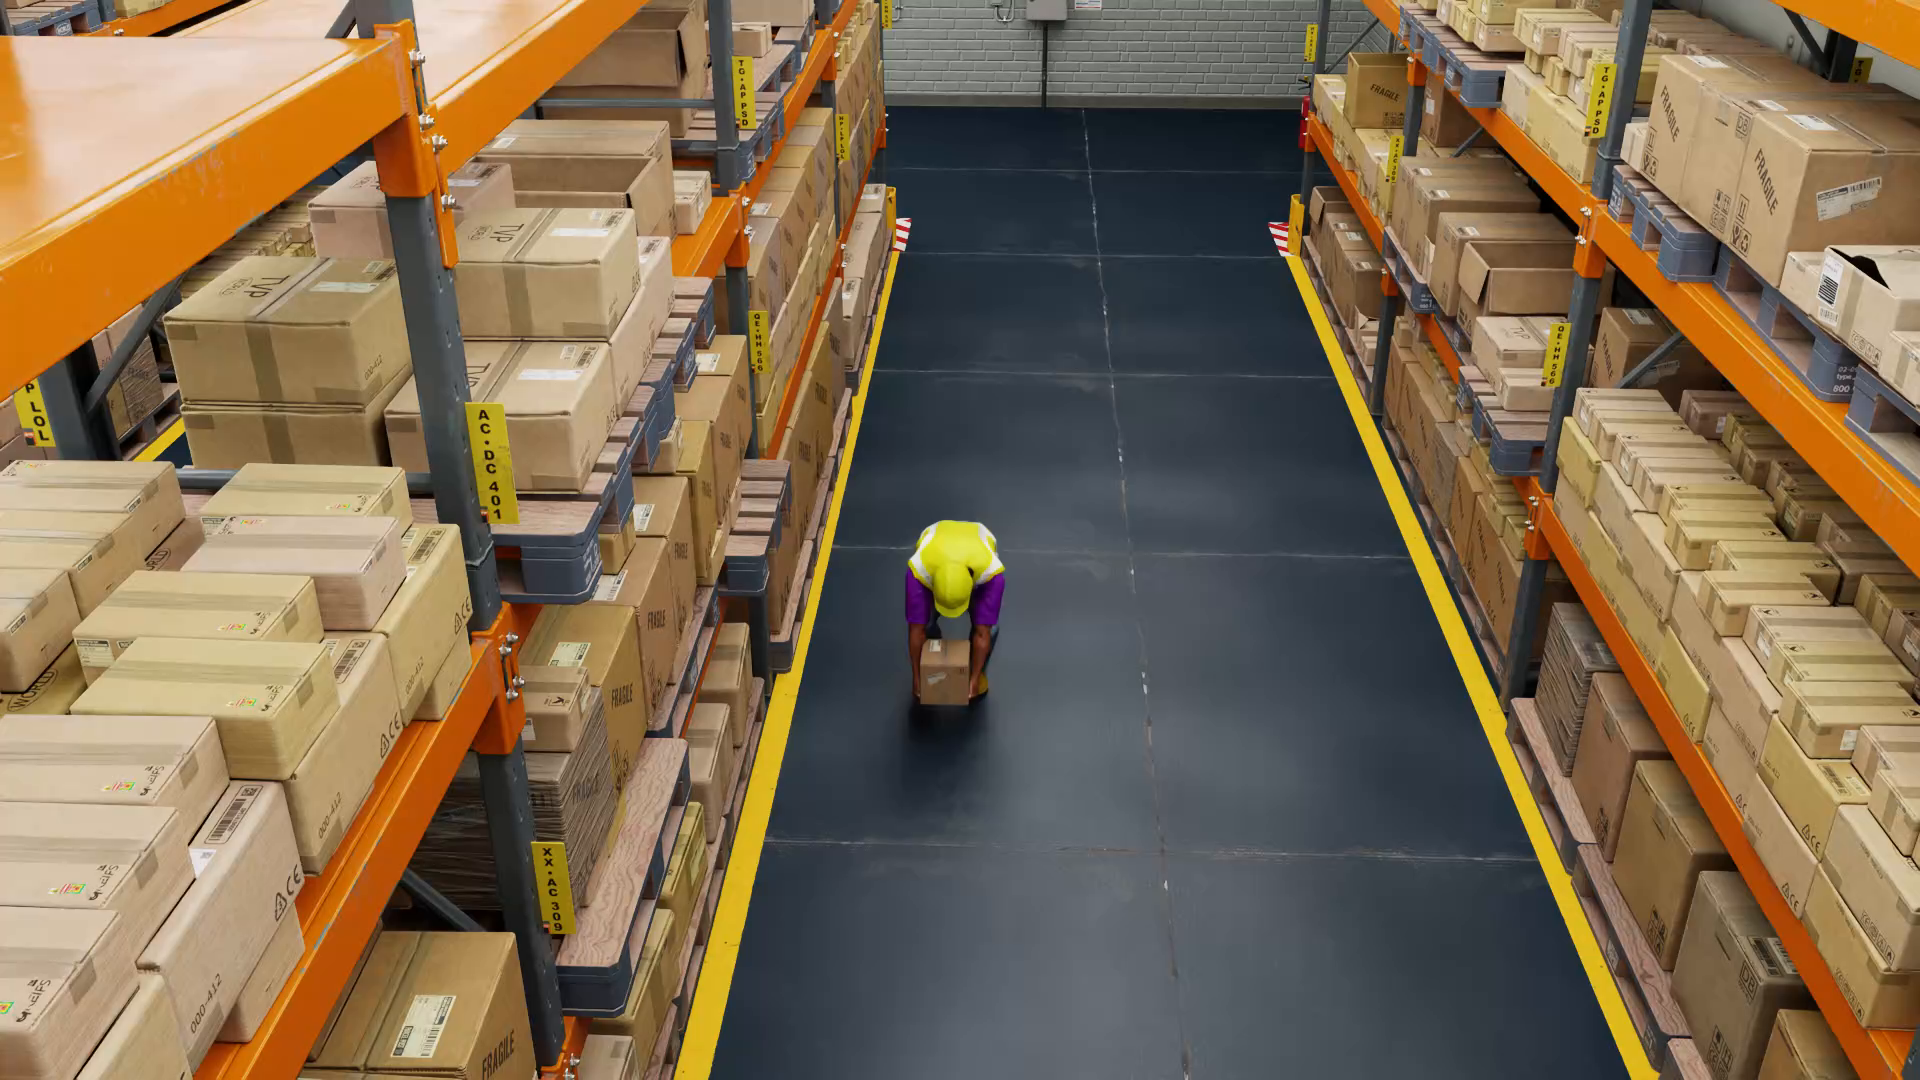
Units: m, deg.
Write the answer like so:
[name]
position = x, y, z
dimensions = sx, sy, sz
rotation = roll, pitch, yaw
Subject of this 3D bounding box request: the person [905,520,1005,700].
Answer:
[person]
position = -0.019, 0.397, 8.877
dimensions = 0.524, 1.020, 0.962
rotation = 2, 28, 5
